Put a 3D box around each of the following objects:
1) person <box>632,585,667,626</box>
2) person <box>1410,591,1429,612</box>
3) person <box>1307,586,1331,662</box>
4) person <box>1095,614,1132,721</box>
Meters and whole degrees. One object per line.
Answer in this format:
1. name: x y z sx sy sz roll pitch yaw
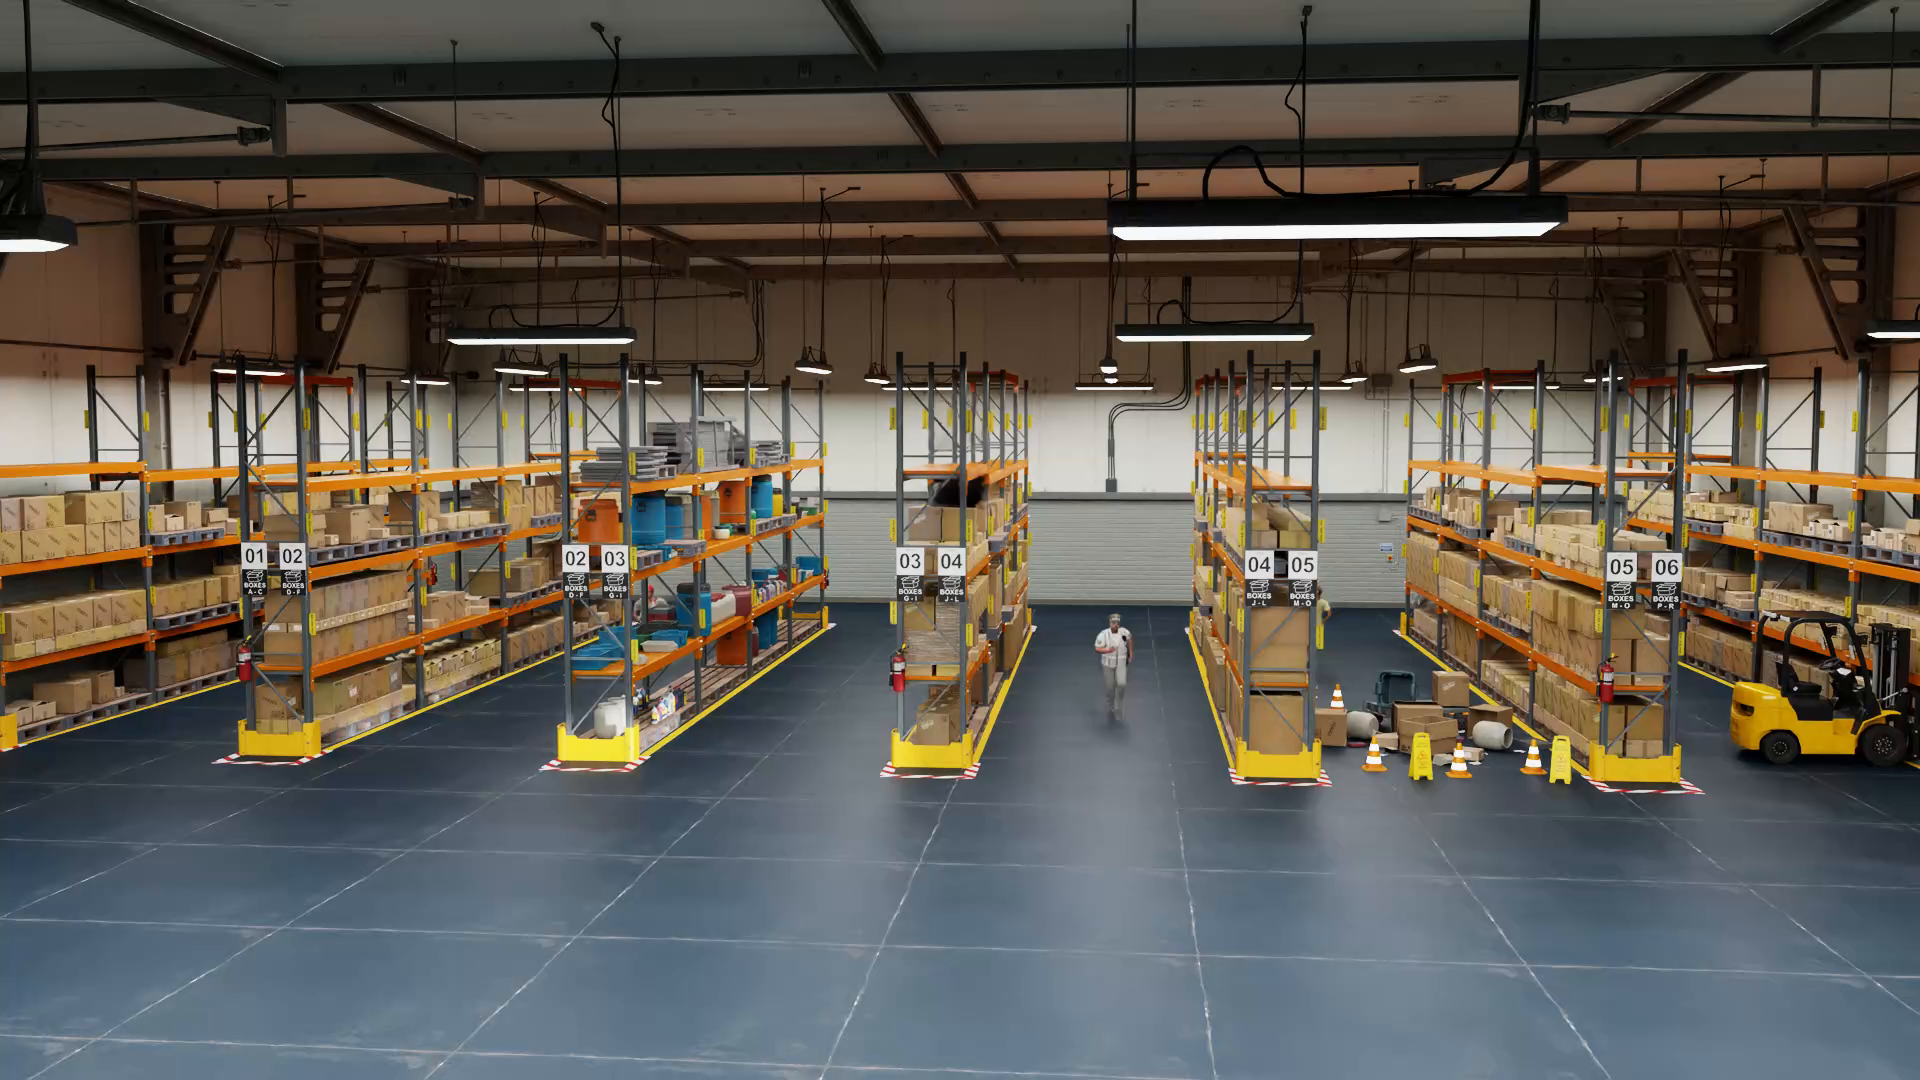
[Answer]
1. person: -6.140 1.767 32.942 0.687 1.796 1.037 0 4 1
2. person: 11.137 1.297 40.046 0.580 1.717 0.699 0 4 -4
3. person: 7.358 1.759 34.408 0.617 1.608 0.616 0 4 0
4. person: 2.605 2.137 28.114 0.687 1.831 0.876 0 4 -6
